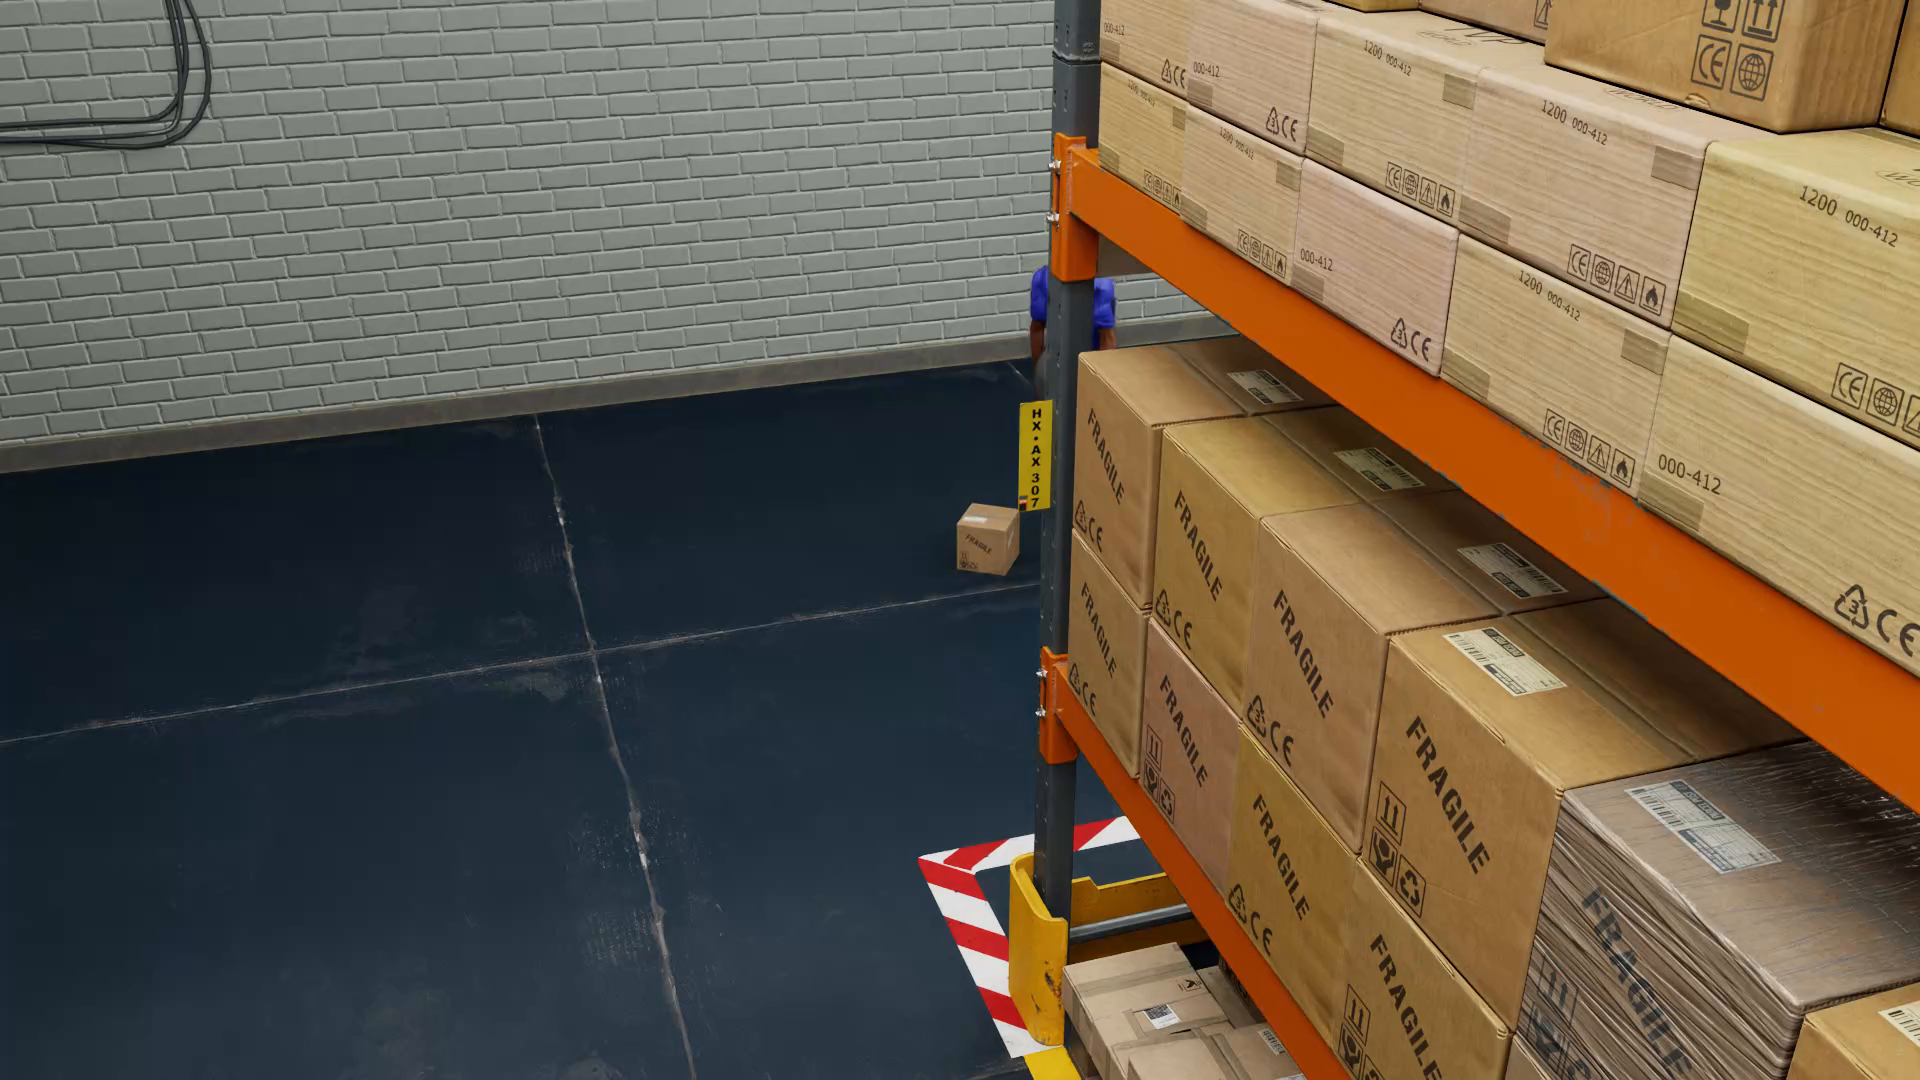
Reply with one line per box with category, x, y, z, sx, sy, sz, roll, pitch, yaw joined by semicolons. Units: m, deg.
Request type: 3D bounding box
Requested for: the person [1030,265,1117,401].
person;0.549;-0.784;8.150;0.473;1.631;0.503;11;29;21
